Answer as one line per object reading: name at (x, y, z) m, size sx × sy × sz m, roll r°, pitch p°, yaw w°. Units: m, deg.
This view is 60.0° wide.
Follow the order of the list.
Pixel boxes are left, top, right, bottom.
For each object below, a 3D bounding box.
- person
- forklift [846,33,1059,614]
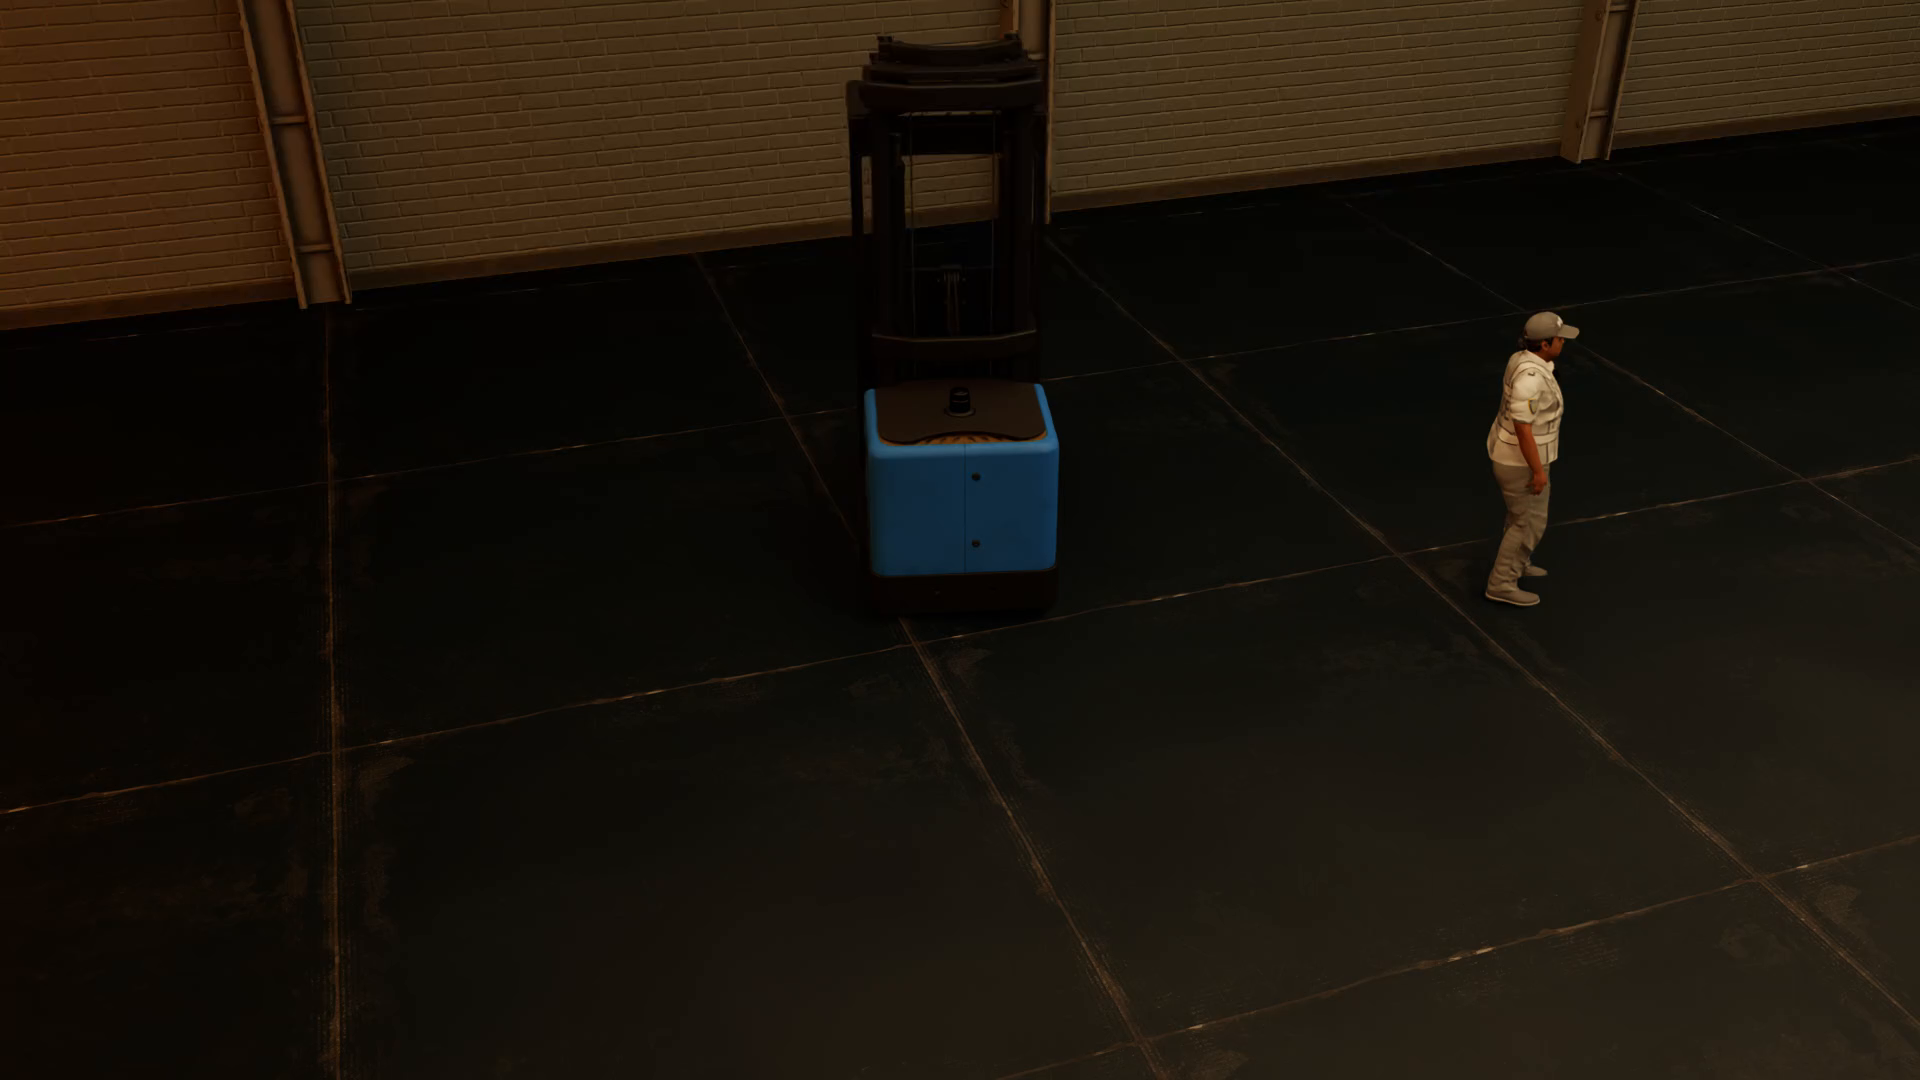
person at (3.152, -0.444, 9.163) m, size 0.486 × 1.693 × 0.555 m, roll 6°, pitch 30°, yaw 10°
forklift at (-0.089, -1.567, 9.810) m, size 1.130 × 2.935 × 3.031 m, roll -2°, pitch 30°, yaw -4°
